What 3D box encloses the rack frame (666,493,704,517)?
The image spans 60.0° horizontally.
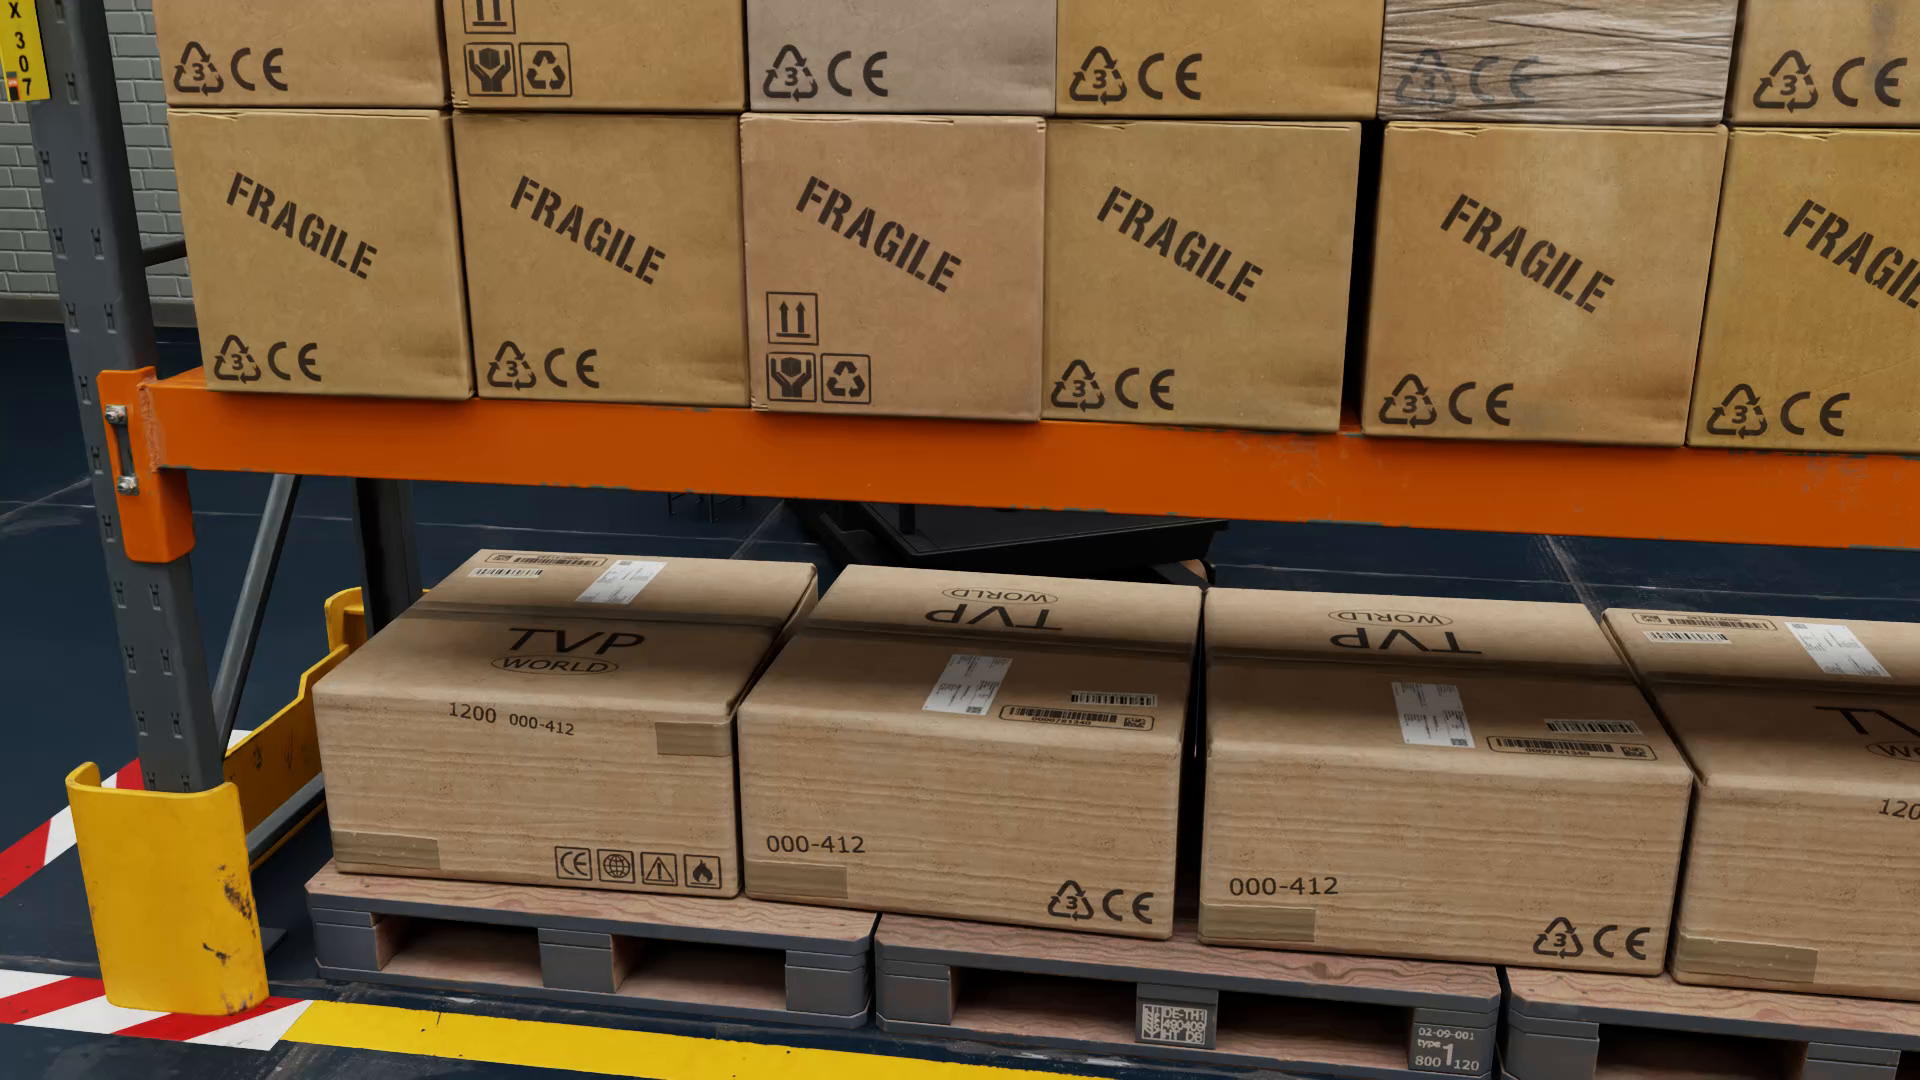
[{"bbox_3d":[-1.102,-0.554,6.541,0.006,0.900,0.240,9,20,25],"label":"rack frame"}]

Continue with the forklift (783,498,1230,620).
[{"bbox_3d":[0.210,-1.203,5.281,1.130,2.935,3.031,-6,20,-19],"label":"forklift"}]

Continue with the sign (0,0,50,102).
[{"bbox_3d":[-1.600,-0.911,2.809,0.005,0.325,0.100,3,19,9],"label":"sign"}]

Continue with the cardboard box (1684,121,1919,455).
[{"bbox_3d":[1.435,-0.450,2.763,0.500,0.500,0.500,2,19,7],"label":"cardboard box"}]

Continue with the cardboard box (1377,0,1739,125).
[{"bbox_3d":[0.929,-0.945,2.666,0.500,0.500,0.500,3,19,9],"label":"cardboard box"}]

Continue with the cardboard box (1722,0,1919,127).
[{"bbox_3d":[1.433,-0.922,2.598,0.500,0.500,0.500,3,19,8],"label":"cardboard box"}]

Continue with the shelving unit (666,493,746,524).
[{"bbox_3d":[-1.010,-0.540,6.498,0.210,0.900,0.258,9,20,25],"label":"shelving unit"}]

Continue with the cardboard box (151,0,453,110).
[{"bbox_3d":[-1.078,-1.045,2.964,0.500,0.500,0.500,3,19,7],"label":"cardboard box"}]

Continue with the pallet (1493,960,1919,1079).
[{"bbox_3d":[1.704,0.825,3.506,1.213,0.211,1.003,3,19,9],"label":"pallet"}]

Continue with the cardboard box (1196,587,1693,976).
[{"bbox_3d":[0.956,0.471,3.545,0.875,0.438,0.875,2,19,7],"label":"cardboard box"}]

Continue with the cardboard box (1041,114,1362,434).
[{"bbox_3d":[0.422,-0.502,2.918,0.500,0.500,0.500,4,19,10],"label":"cardboard box"}]

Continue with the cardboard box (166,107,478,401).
[{"bbox_3d":[-1.078,-0.570,3.121,0.500,0.500,0.500,3,19,8],"label":"cardboard box"}]

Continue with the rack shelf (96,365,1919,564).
[{"bbox_3d":[0.468,-0.195,3.291,4.000,0.370,1.077,3,19,9],"label":"rack shelf"}]

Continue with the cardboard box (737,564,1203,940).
[{"bbox_3d":[0.066,0.425,3.682,0.875,0.438,0.875,3,19,10],"label":"cardboard box"}]

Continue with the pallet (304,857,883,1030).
[{"bbox_3d":[-0.705,0.702,3.873,1.213,0.211,1.003,3,19,9],"label":"pallet"}]

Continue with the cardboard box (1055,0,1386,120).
[{"bbox_3d":[0.436,-0.972,2.749,0.500,0.500,0.500,3,19,9],"label":"cardboard box"}]

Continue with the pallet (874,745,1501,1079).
[{"bbox_3d":[0.496,0.764,3.687,1.213,0.211,1.003,3,19,9],"label":"pallet"}]

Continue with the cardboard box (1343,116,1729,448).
[{"bbox_3d":[0.937,-0.471,2.825,0.500,0.500,0.500,3,19,8],"label":"cardboard box"}]

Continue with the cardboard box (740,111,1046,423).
[{"bbox_3d":[-0.075,-0.522,2.977,0.500,0.500,0.500,3,19,8],"label":"cardboard box"}]

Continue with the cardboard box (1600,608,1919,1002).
[{"bbox_3d":[1.840,0.516,3.411,0.875,0.438,0.875,3,19,8],"label":"cardboard box"}]

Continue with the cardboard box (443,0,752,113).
[{"bbox_3d":[-0.567,-1.021,2.893,0.500,0.500,0.500,2,19,7],"label":"cardboard box"}]

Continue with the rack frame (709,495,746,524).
[{"bbox_3d":[-0.919,-0.525,6.455,0.006,0.900,0.240,9,20,25],"label":"rack frame"}]

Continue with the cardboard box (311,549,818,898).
[{"bbox_3d":[-0.839,0.381,3.812,0.875,0.438,0.875,2,19,7],"label":"cardboard box"}]

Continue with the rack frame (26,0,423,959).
[{"bbox_3d":[-1.507,-0.636,3.478,0.127,3.000,1.000,3,19,9],"label":"rack frame"}]

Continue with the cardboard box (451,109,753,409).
[{"bbox_3d":[-0.574,-0.553,3.071,0.500,0.500,0.500,3,19,8],"label":"cardboard box"}]

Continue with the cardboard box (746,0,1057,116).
[{"bbox_3d":[-0.057,-0.997,2.823,0.500,0.500,0.500,3,19,8],"label":"cardboard box"}]

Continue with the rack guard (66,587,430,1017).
[{"bbox_3d":[-1.530,0.548,3.878,0.348,0.500,1.175,3,19,9],"label":"rack guard"}]
